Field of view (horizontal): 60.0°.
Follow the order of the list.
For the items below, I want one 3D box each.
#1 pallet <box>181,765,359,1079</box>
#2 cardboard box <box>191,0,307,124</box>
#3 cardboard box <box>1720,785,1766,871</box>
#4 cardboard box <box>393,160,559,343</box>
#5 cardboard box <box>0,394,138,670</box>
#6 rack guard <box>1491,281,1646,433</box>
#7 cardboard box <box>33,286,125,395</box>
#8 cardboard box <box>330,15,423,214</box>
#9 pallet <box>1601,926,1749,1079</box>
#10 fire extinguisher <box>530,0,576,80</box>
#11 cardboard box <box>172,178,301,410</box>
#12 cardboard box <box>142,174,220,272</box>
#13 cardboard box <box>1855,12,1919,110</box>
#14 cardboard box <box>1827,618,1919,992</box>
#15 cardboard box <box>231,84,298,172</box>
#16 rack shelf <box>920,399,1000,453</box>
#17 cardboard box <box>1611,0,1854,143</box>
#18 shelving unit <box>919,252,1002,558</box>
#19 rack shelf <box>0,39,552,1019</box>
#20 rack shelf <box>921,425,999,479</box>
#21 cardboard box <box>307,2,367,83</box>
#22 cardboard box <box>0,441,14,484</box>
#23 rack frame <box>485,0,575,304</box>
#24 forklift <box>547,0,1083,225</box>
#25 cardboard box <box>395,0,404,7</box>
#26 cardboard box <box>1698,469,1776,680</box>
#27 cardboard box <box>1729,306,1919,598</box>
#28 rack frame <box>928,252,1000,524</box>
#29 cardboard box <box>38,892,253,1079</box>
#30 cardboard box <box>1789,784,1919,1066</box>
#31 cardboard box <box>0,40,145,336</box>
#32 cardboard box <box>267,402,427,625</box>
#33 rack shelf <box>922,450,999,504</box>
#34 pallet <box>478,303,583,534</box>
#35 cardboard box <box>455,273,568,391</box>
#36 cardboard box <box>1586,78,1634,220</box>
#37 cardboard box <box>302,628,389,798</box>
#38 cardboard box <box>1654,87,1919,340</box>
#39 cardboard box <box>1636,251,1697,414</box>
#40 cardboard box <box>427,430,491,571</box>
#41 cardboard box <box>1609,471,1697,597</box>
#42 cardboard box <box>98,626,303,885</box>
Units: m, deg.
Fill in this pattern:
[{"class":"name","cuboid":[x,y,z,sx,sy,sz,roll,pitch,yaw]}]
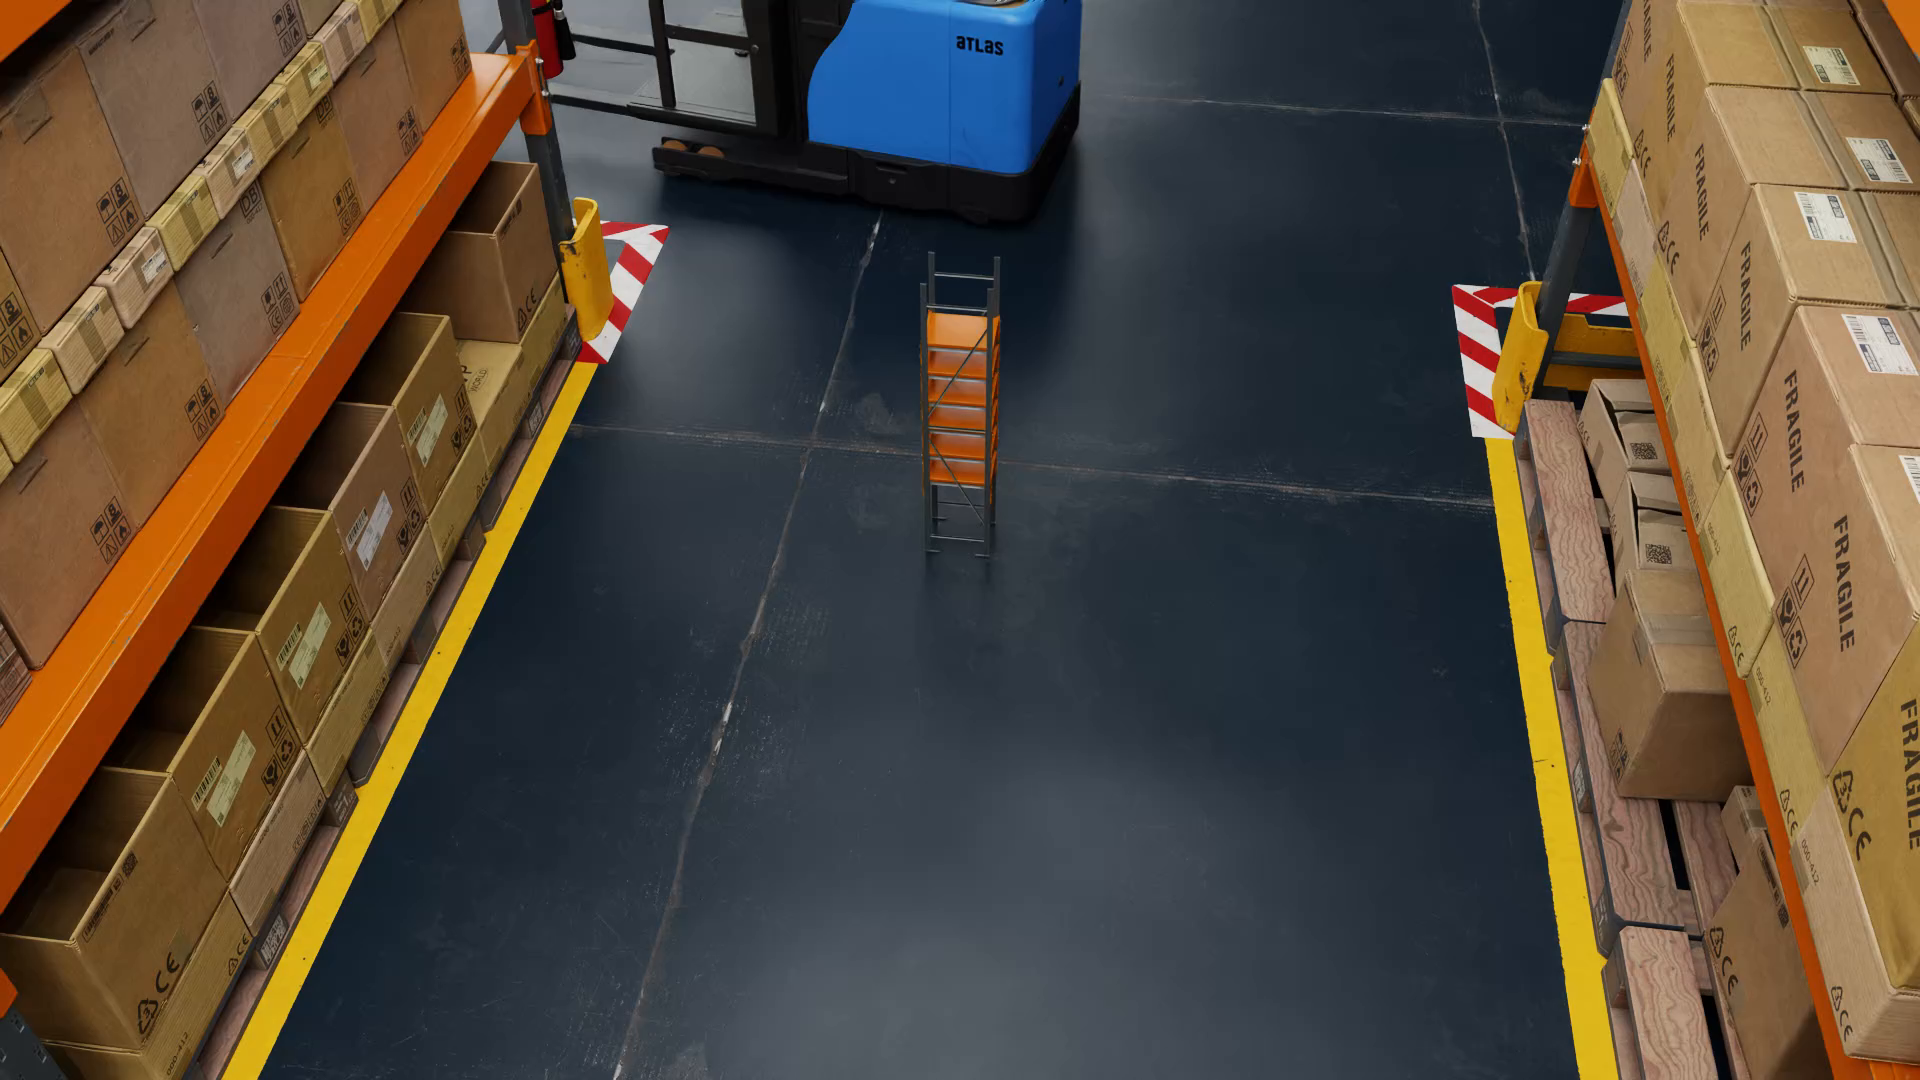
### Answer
[{"class":"pallet","cuboid":[-2.508,1.111,4.923,1.003,0.211,1.213,5,44,6]},{"class":"cardboard box","cuboid":[-2.337,-1.541,4.680,0.700,0.500,0.500,5,44,6]},{"class":"cardboard box","cuboid":[2.487,0.872,4.901,0.380,0.149,0.250,2,43,2]},{"class":"cardboard box","cuboid":[-1.902,-1.123,6.404,0.500,0.500,0.500,5,44,6]},{"class":"cardboard box","cuboid":[-2.539,-0.063,4.062,0.700,0.500,0.500,5,44,5]},{"class":"rack guard","cuboid":[2.775,-0.682,6.607,1.175,0.500,0.348,5,44,6]},{"class":"cardboard box","cuboid":[-2.293,-0.497,4.049,0.380,0.149,0.250,4,44,4]},{"class":"cardboard box","cuboid":[-2.265,-1.450,5.527,0.700,0.500,0.500,6,44,7]},{"class":"pallet","cuboid":[2.310,1.636,4.369,1.003,0.211,1.213,5,44,6]},{"class":"fire extinguisher","cuboid":[-1.650,-2.100,6.342,0.296,0.674,0.183,5,44,6]},{"class":"cardboard box","cuboid":[-2.402,-0.753,4.791,0.700,0.500,0.500,6,44,7]},{"class":"cardboard box","cuboid":[-2.226,-0.857,4.429,0.380,0.149,0.250,5,44,5]},{"class":"cardboard box","cuboid":[2.857,-1.184,4.868,0.500,0.500,0.500,6,44,6]},{"class":"cardboard box","cuboid":[2.012,0.509,3.080,0.500,0.500,0.500,5,44,5]},{"class":"cardboard box","cuboid":[-2.157,-1.201,4.792,0.380,0.149,0.250,6,44,7]},{"class":"rack shelf","cuboid":[0.002,-0.413,5.878,0.258,0.103,0.180,5,44,6]},{"class":"cardboard box","cuboid":[2.424,-1.569,5.274,0.500,0.500,0.500,5,44,6]},{"class":"shelving unit","cuboid":[0.002,-0.446,5.848,0.258,1.200,0.189,5,44,6]},{"class":"rack shelf","cuboid":[-2.390,-0.465,5.083,1.077,0.370,4.000,5,44,6]},{"class":"rack shelf","cuboid":[0.002,-0.326,5.961,0.258,0.103,0.180,5,44,6]},{"class":"cardboard box","cuboid":[-2.090,-1.559,5.171,0.380,0.149,0.250,6,44,6]},{"class":"cardboard box","cuboid":[-2.362,-0.148,3.680,0.380,0.149,0.250,4,44,4]},{"class":"rack frame","cuboid":[-2.126,-2.089,6.275,1.000,3.000,0.127,5,44,6]},{"class":"forklift","cuboid":[-0.977,-3.134,7.428,3.031,2.935,1.130,13,45,13]},{"class":"cardboard box","cuboid":[-2.021,-1.905,5.536,0.380,0.149,0.250,6,44,7]},{"class":"cardboard box","cuboid":[2.144,0.098,4.059,0.500,0.250,0.500,5,44,5]},{"class":"cardboard box","cuboid":[2.150,-0.174,3.801,0.500,0.500,0.500,4,44,4]},{"class":"rack frame","cuboid":[0.014,-0.508,5.914,0.240,1.200,0.006,5,44,6]},{"class":"cardboard box","cuboid":[-2.293,1.194,4.502,0.500,0.250,0.500,5,44,6]},{"class":"cardboard box","cuboid":[2.018,0.781,3.338,0.500,0.250,0.500,5,44,6]},{"class":"cardboard box","cuboid":[-2.470,-0.859,3.960,0.700,0.500,0.500,5,44,5]},{"class":"cardboard box","cuboid":[-2.087,-0.100,5.323,0.500,0.500,0.500,5,44,6]},{"class":"rack shelf","cuboid":[0.002,-0.239,6.043,0.258,0.103,0.180,5,44,6]},{"class":"pallet","cuboid":[-2.185,-0.552,6.679,1.003,0.211,1.213,5,44,6]},{"class":"cardboard box","cuboid":[-1.904,-0.851,6.662,0.500,0.250,0.500,5,44,6]},{"class":"cardboard box","cuboid":[2.406,-1.291,5.526,0.500,0.250,0.500,4,44,4]},{"class":"cardboard box","cuboid":[-2.150,0.514,5.220,0.500,0.250,0.500,5,44,6]},{"class":"cardboard box","cuboid":[2.274,-0.881,4.548,0.500,0.500,0.500,4,44,4]},{"class":"cardboard box","cuboid":[2.278,-0.589,4.785,0.500,0.250,0.500,5,44,5]},{"class":"cardboard box","cuboid":[-2.022,-0.168,5.940,0.500,0.250,0.500,5,44,6]},{"class":"cardboard box","cuboid":[2.529,0.027,5.676,0.500,0.311,0.500,9,44,9]},{"class":"cardboard box","cuboid":[-2.225,0.581,4.603,0.500,0.500,0.500,5,44,6]}]
